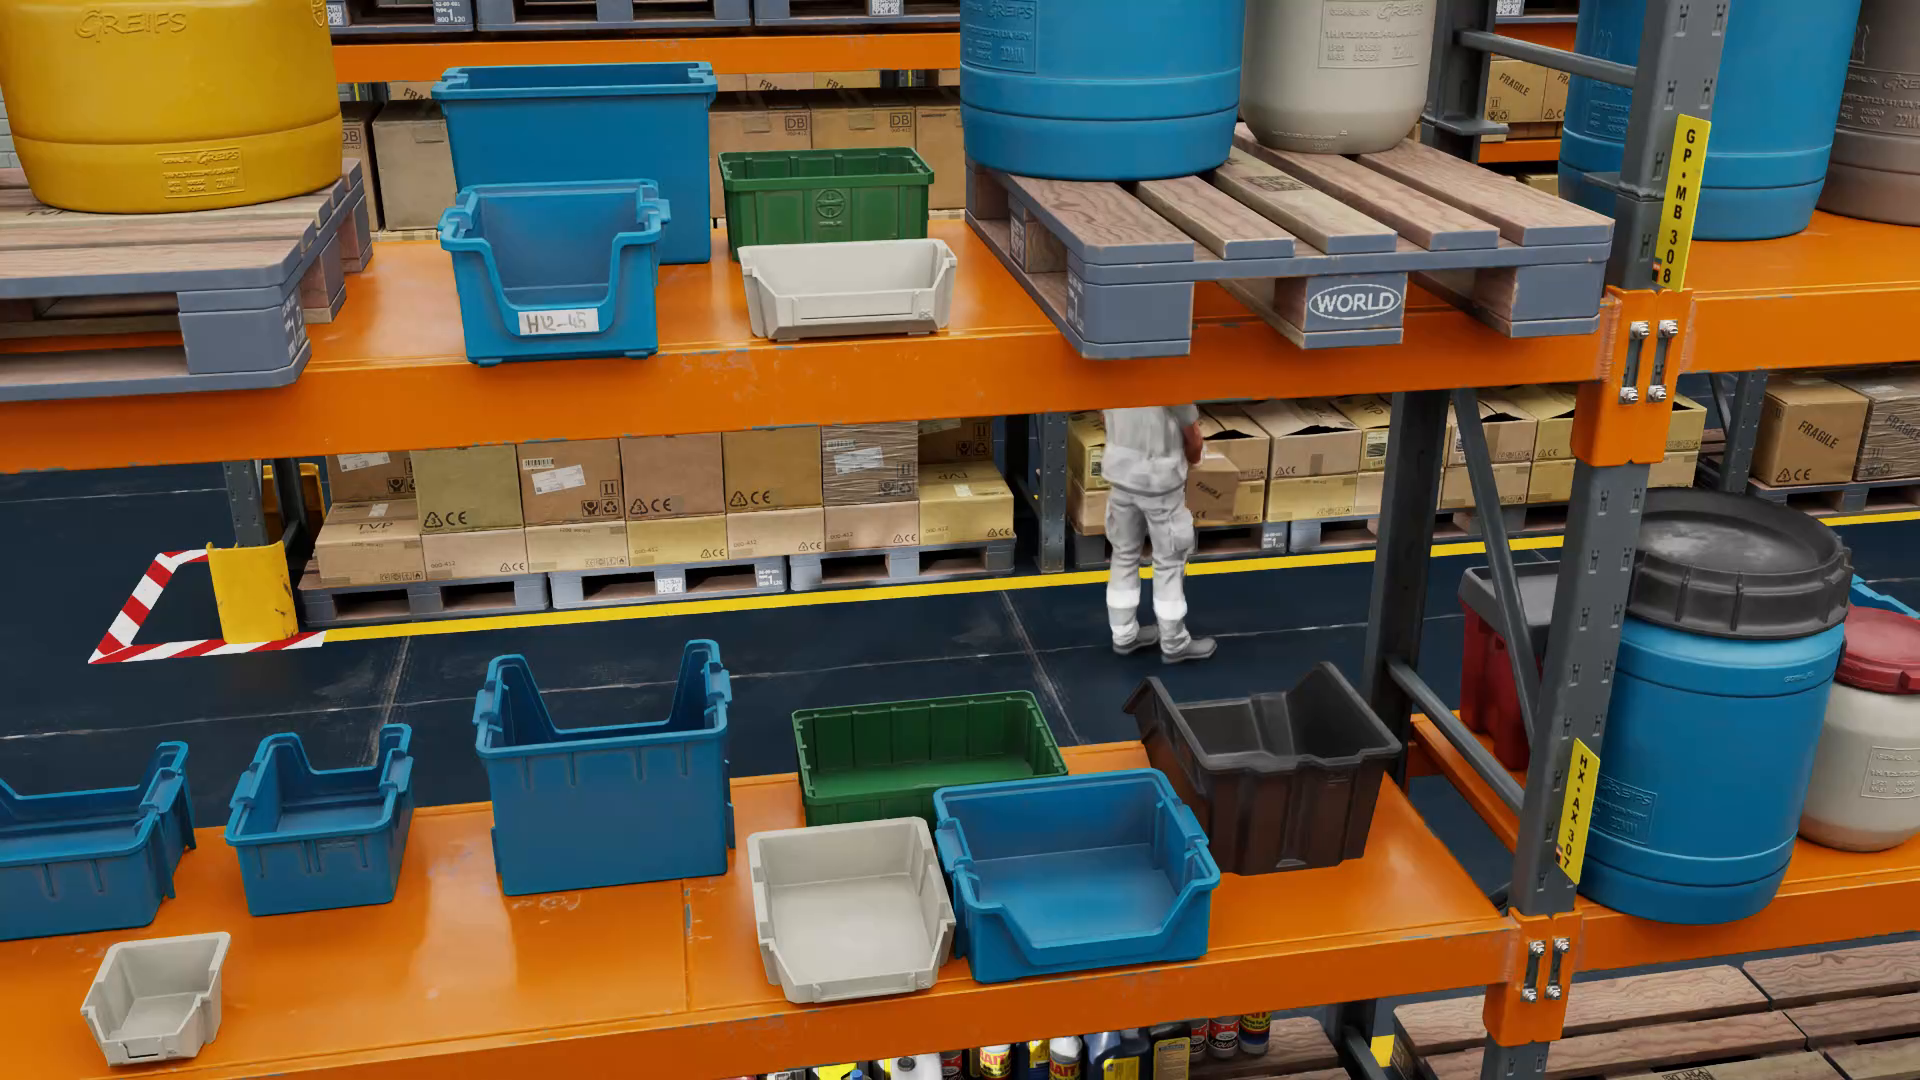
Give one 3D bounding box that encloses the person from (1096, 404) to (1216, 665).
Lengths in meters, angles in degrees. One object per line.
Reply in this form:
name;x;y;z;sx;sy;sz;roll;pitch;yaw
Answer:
person;0.904;-0.283;7.706;0.578;1.796;0.498;15;27;31
